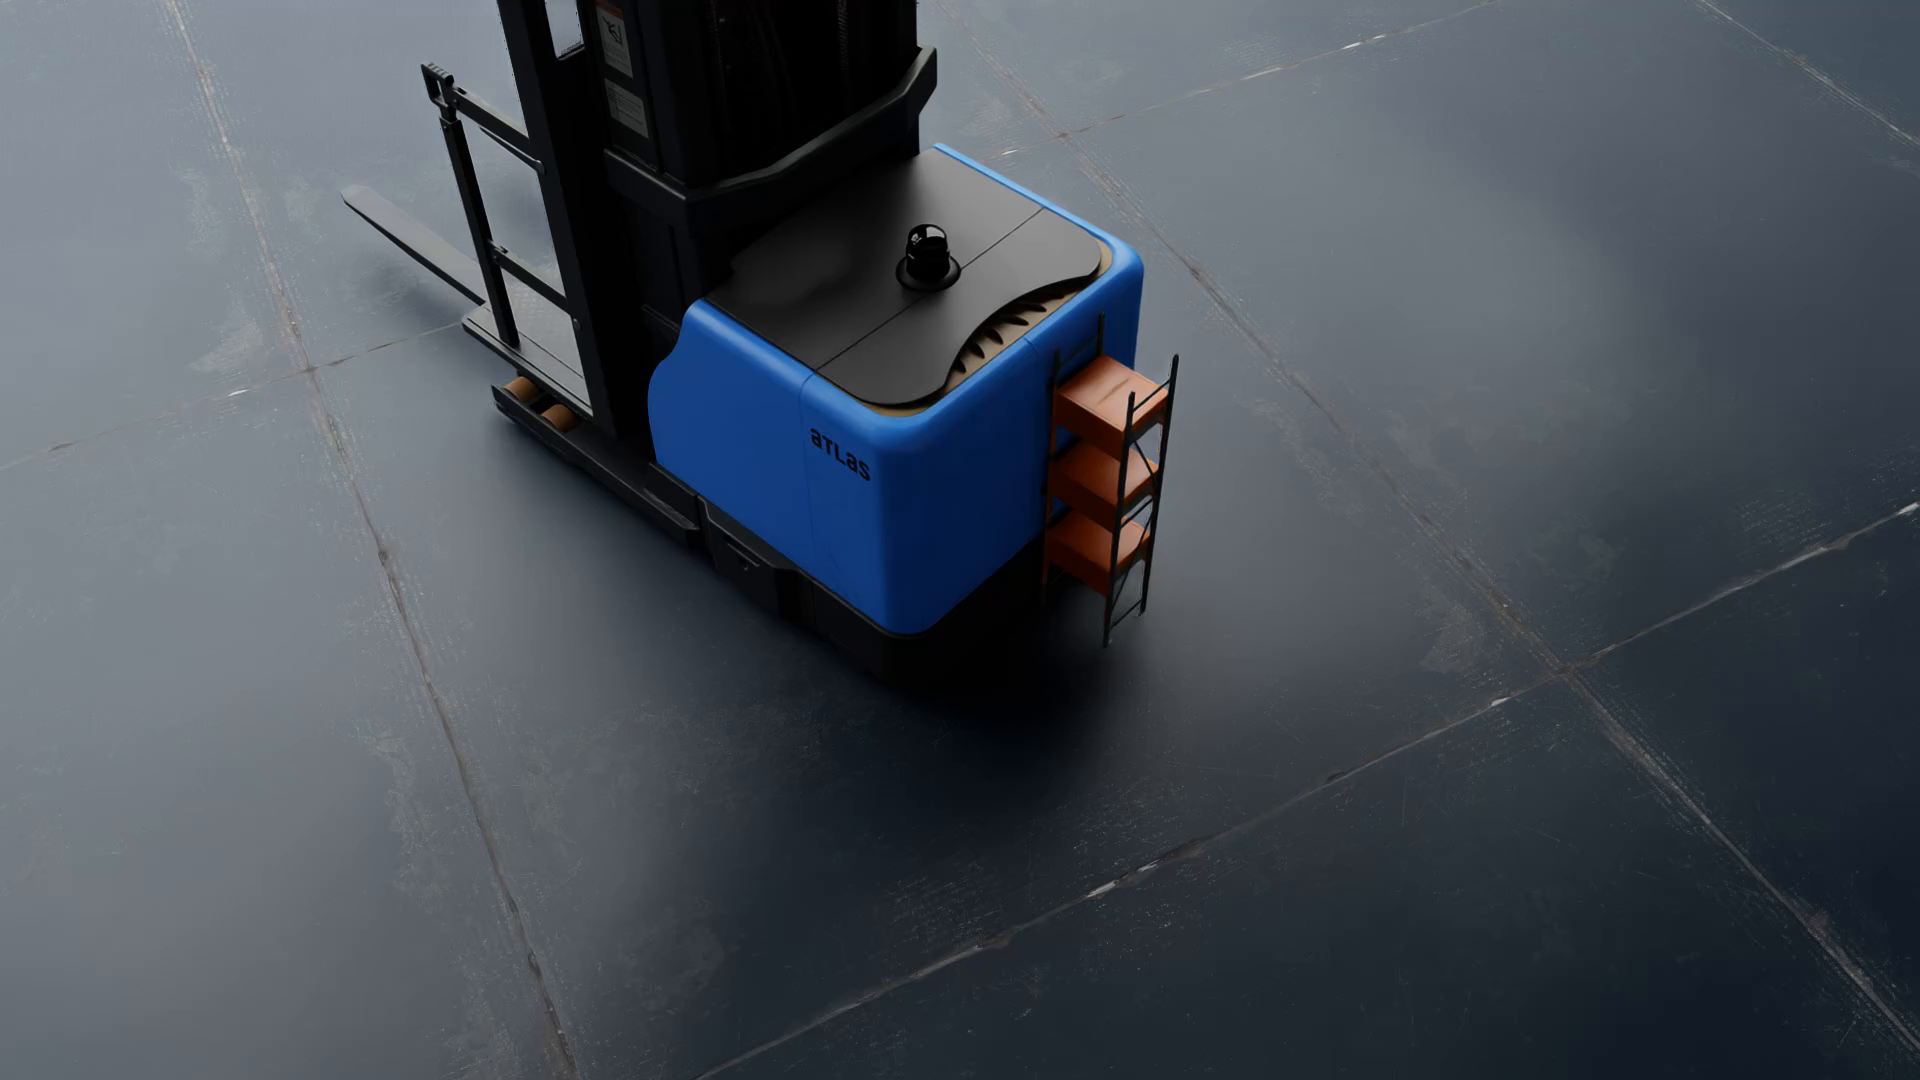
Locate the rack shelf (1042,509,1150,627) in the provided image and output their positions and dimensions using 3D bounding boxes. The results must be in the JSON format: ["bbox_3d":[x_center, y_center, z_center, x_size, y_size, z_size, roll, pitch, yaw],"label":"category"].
[{"bbox_3d":[0.403,0.053,4.890,0.240,0.259,0.215,34,57,26],"label":"rack shelf"}]

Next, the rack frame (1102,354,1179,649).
[{"bbox_3d":[0.494,-0.076,4.619,0.008,1.050,0.200,34,57,26],"label":"rack frame"}]

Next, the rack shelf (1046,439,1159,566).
[{"bbox_3d":[0.403,-0.130,4.681,0.240,0.259,0.215,34,57,26],"label":"rack shelf"}]

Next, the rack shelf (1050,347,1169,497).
[{"bbox_3d":[0.403,-0.317,4.467,0.240,0.259,0.215,34,57,26],"label":"rack shelf"}]

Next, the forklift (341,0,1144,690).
[{"bbox_3d":[-0.913,-1.510,4.623,3.031,2.935,1.130,34,57,26],"label":"forklift"}]

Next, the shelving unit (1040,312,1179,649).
[{"bbox_3d":[0.403,-0.137,4.673,0.252,1.050,0.215,34,57,26],"label":"shelving unit"}]

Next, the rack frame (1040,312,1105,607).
[{"bbox_3d":[0.313,-0.199,4.726,0.008,1.050,0.200,34,57,26],"label":"rack frame"}]
